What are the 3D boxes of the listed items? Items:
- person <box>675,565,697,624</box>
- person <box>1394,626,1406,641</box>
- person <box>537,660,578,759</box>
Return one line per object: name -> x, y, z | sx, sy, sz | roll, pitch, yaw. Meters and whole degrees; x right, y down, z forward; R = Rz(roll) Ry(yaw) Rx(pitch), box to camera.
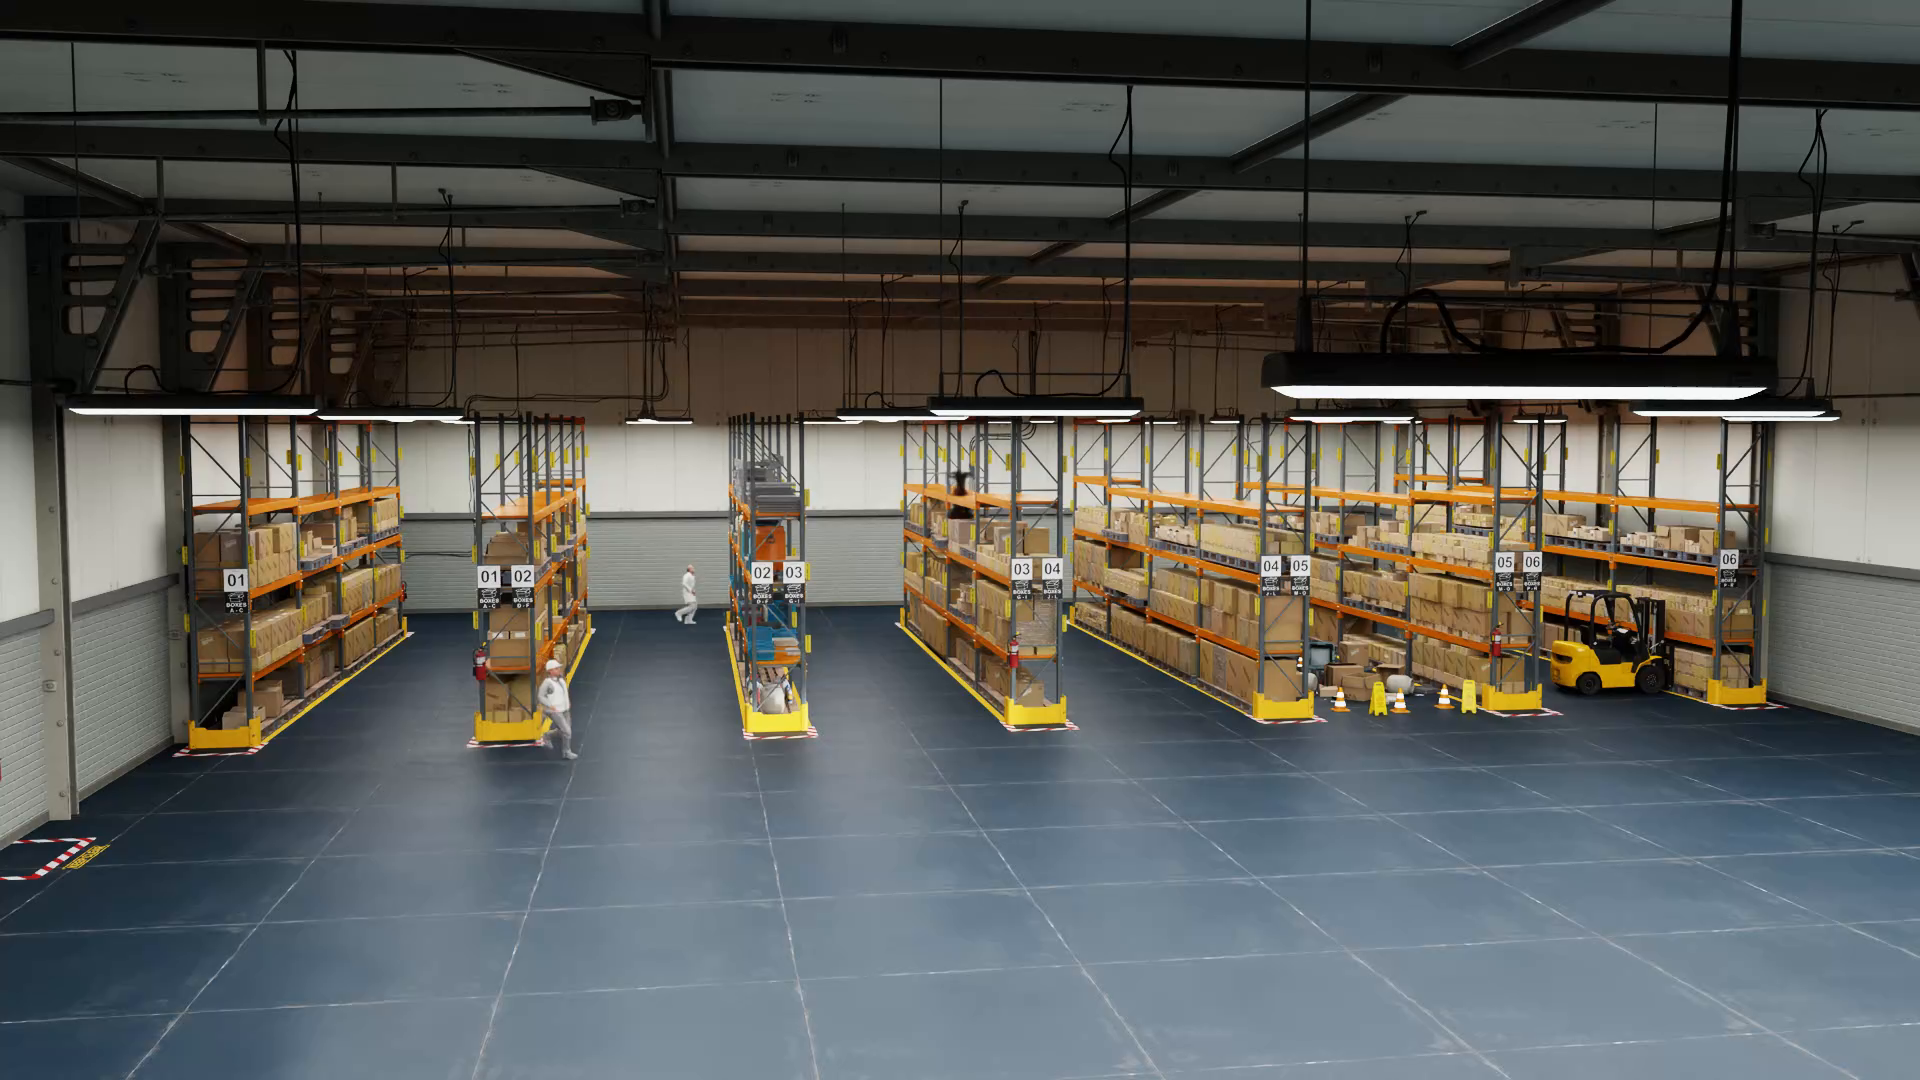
person -> -7.986, 1.584, 48.490 | 0.635, 1.706, 0.702 | 0, 4, -5
person -> 11.637, 1.990, 43.758 | 0.538, 1.544, 0.613 | -2, 4, -22
person -> -7.000, 2.921, 28.655 | 0.752, 1.726, 0.658 | 1, 4, 21
